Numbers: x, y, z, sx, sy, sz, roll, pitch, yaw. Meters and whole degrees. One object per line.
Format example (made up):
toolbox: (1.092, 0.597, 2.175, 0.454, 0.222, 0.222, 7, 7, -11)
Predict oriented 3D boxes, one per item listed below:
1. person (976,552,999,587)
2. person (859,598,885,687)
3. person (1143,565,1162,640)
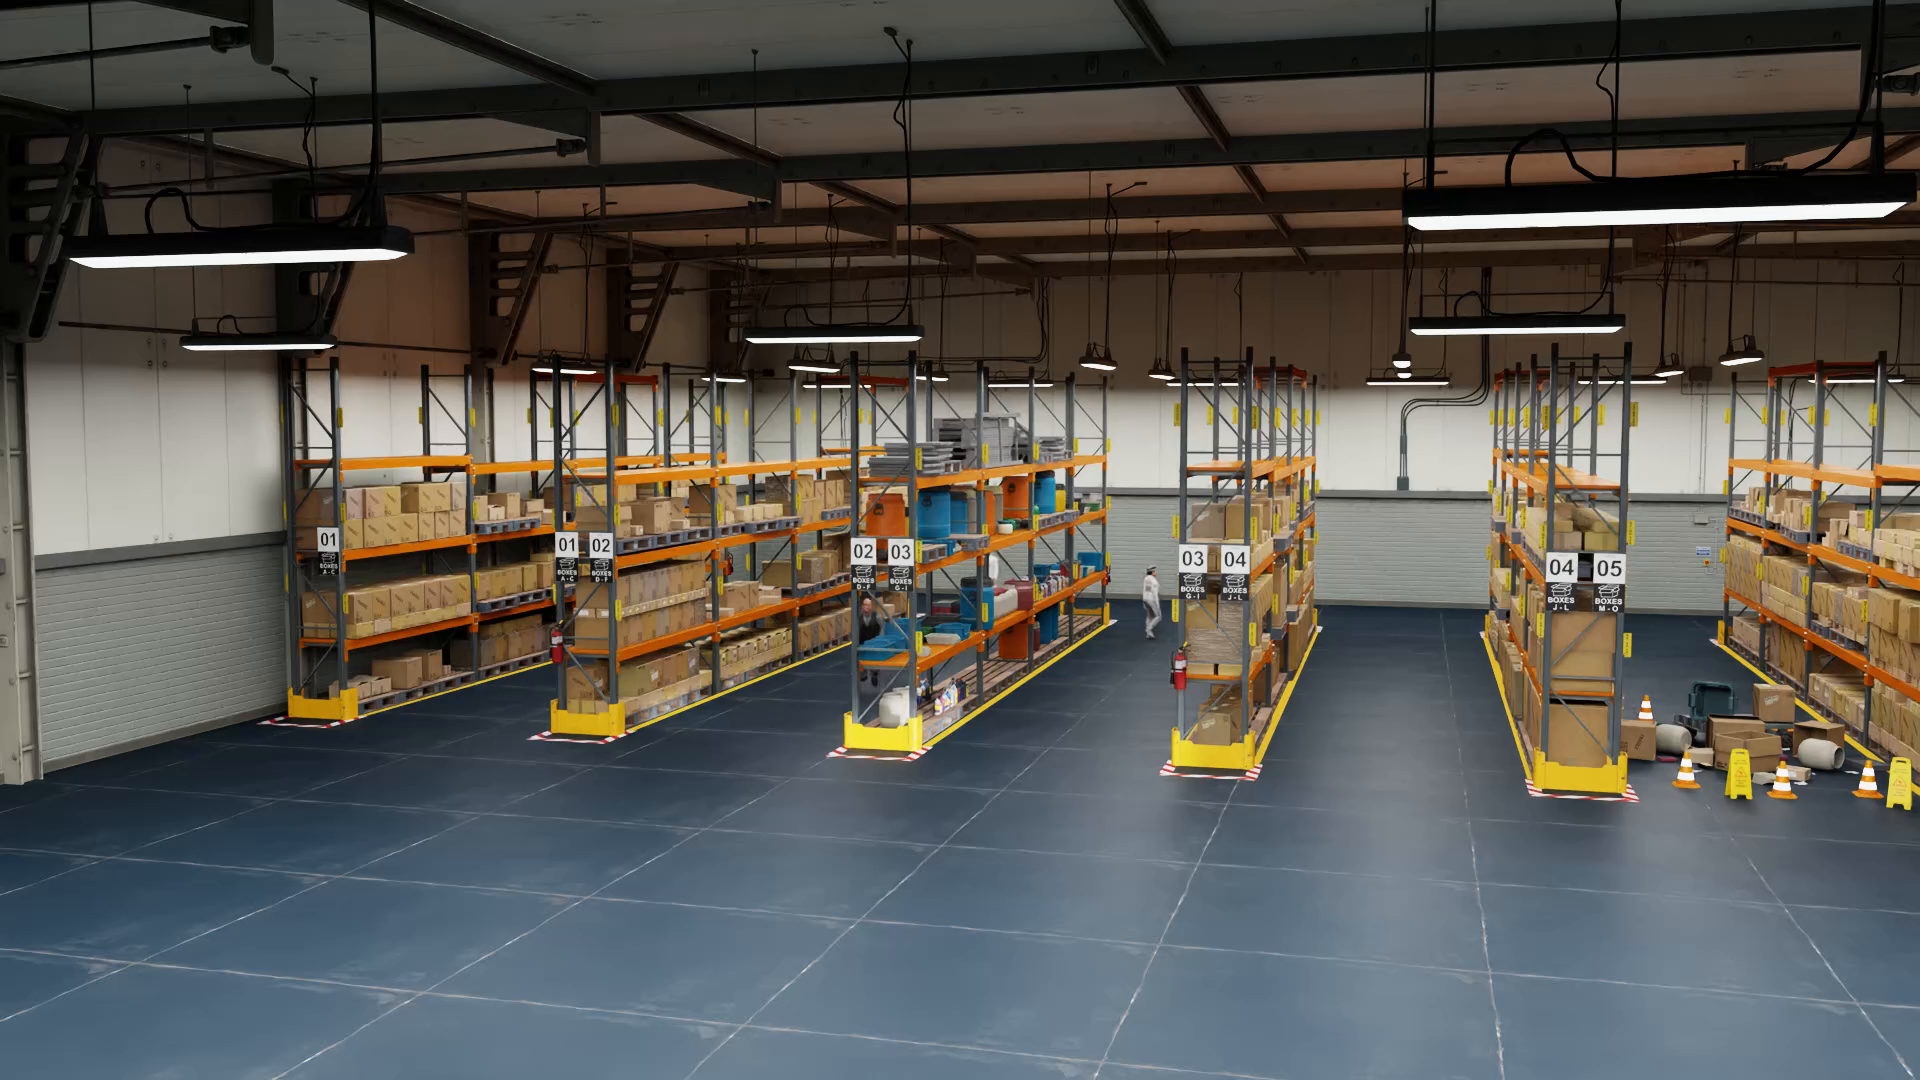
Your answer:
person: (0.662, 1.016, 42.178, 0.630, 1.717, 1.114, 1, 4, 10)
person: (-1.654, 1.857, 29.915, 0.624, 1.638, 0.755, 0, 4, 3)
person: (4.314, 1.407, 37.660, 0.478, 1.681, 0.648, -2, 5, -23)
